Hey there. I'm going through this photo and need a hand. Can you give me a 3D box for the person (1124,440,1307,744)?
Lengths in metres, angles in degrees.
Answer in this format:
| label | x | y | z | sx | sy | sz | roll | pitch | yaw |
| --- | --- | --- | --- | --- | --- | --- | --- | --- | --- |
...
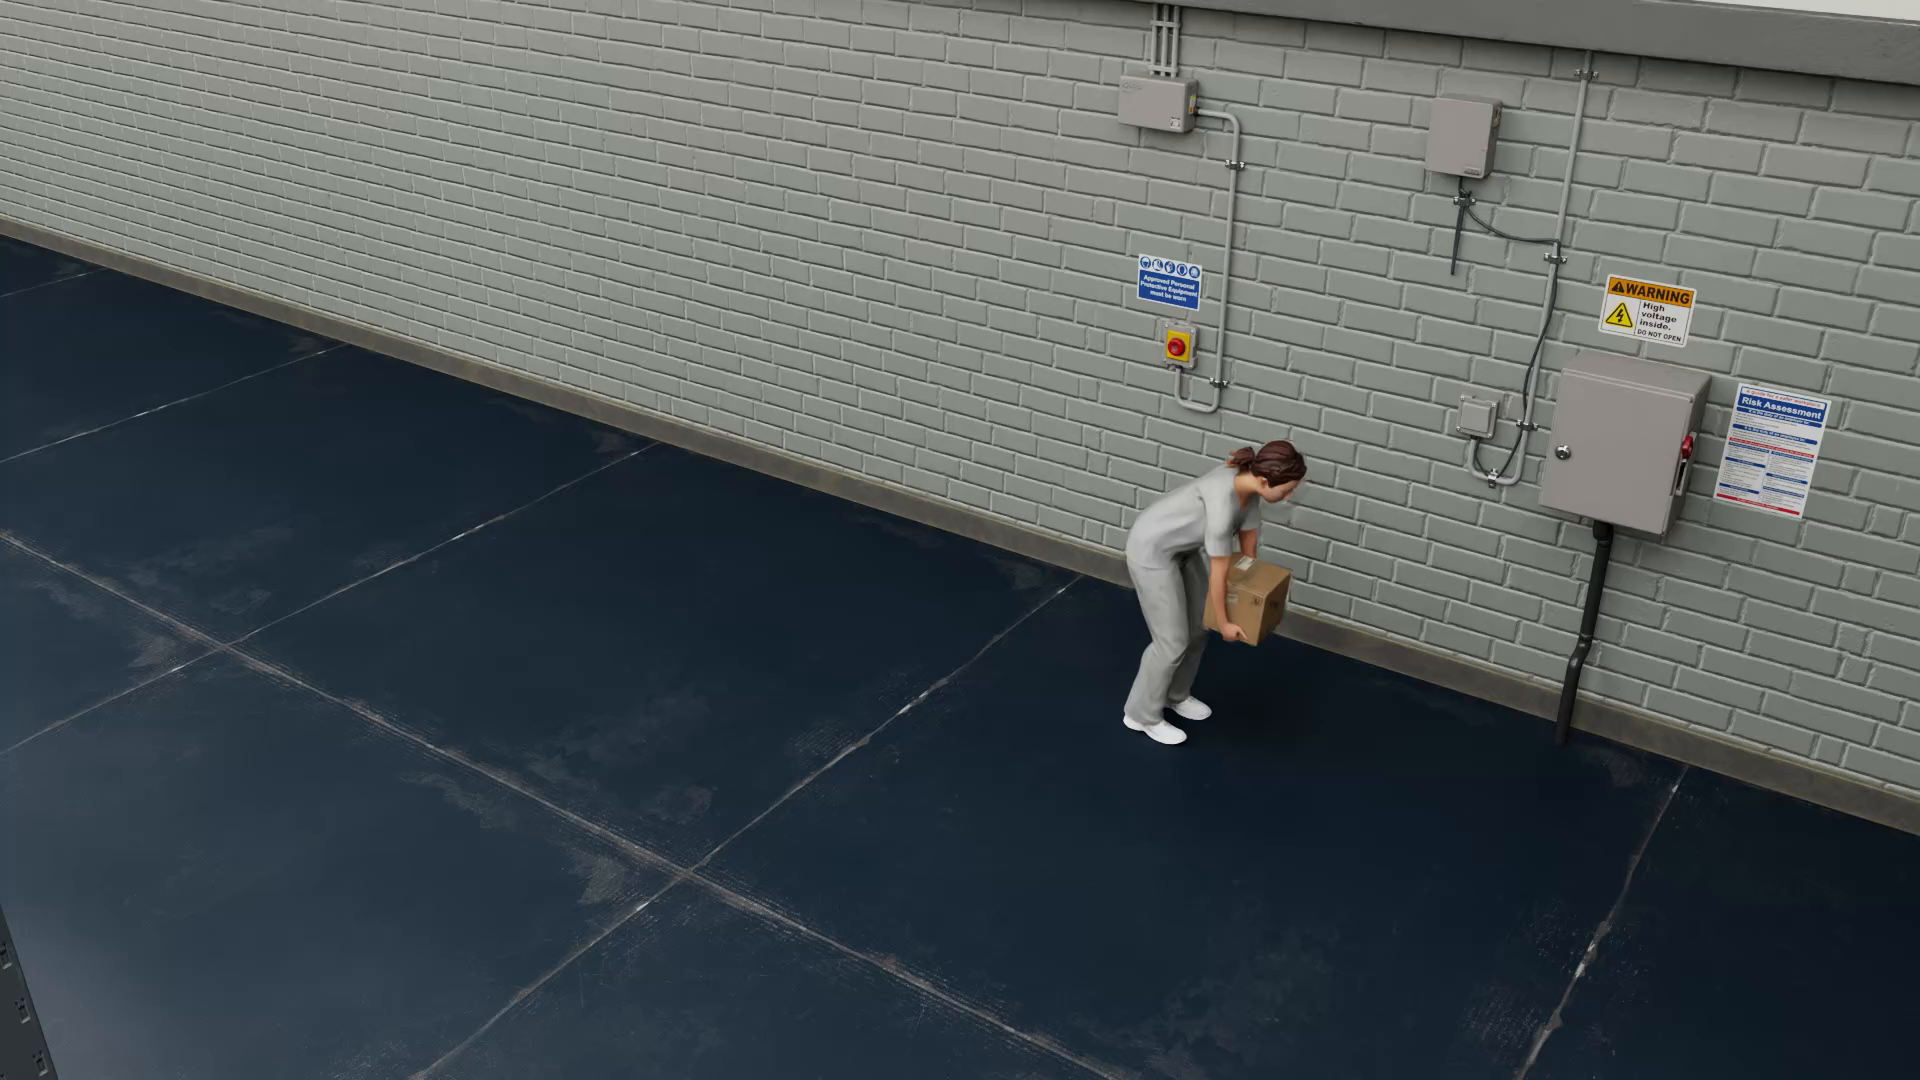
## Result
| label | x | y | z | sx | sy | sz | roll | pitch | yaw |
| --- | --- | --- | --- | --- | --- | --- | --- | --- | --- |
| person | 1.047 | 0.202 | 6.981 | 0.723 | 1.446 | 0.415 | 17 | 31 | 29 |
